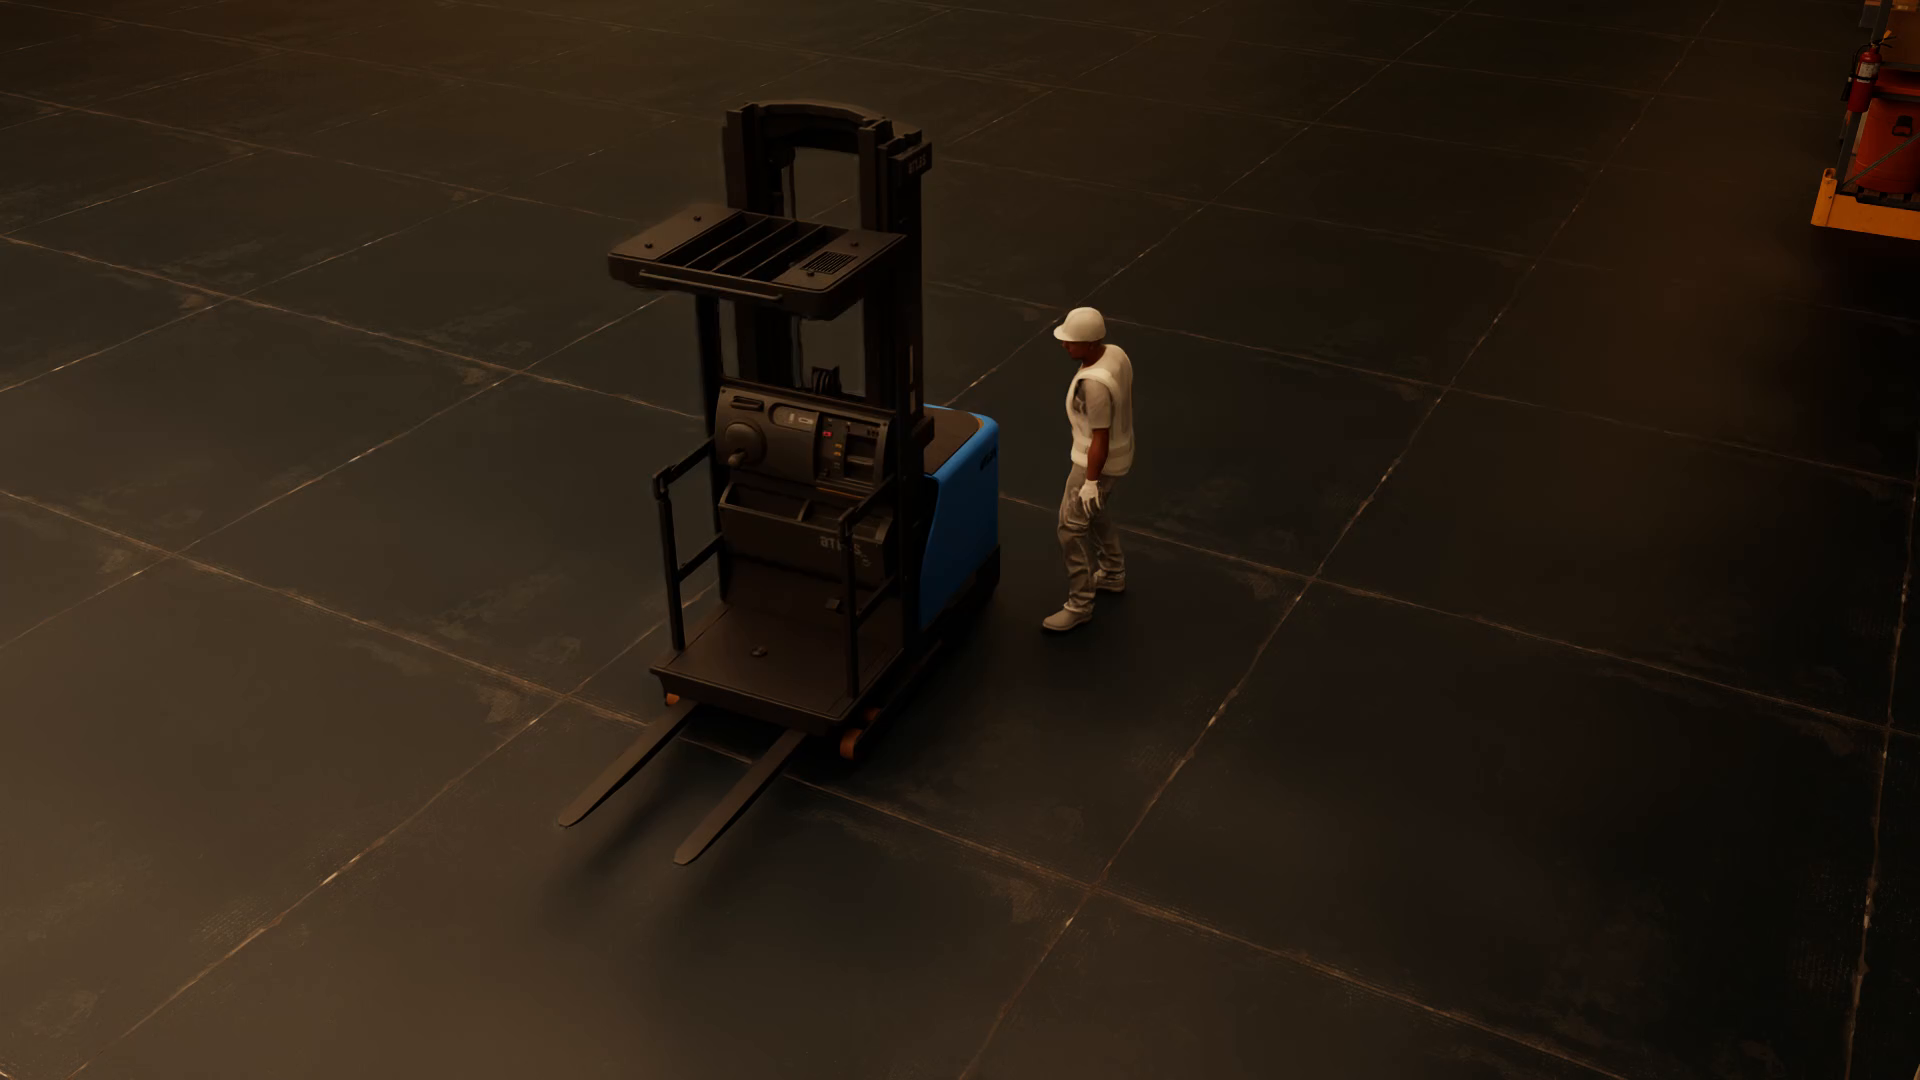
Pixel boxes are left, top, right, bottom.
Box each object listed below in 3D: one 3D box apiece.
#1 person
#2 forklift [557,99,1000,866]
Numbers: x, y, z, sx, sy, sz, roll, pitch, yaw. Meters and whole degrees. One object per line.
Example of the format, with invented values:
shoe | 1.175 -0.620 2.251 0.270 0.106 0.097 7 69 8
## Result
person | 0.711 -0.439 9.021 0.440 1.746 0.877 7 31 12
forklift | -0.851 -0.436 7.826 1.130 2.935 3.031 13 32 21
